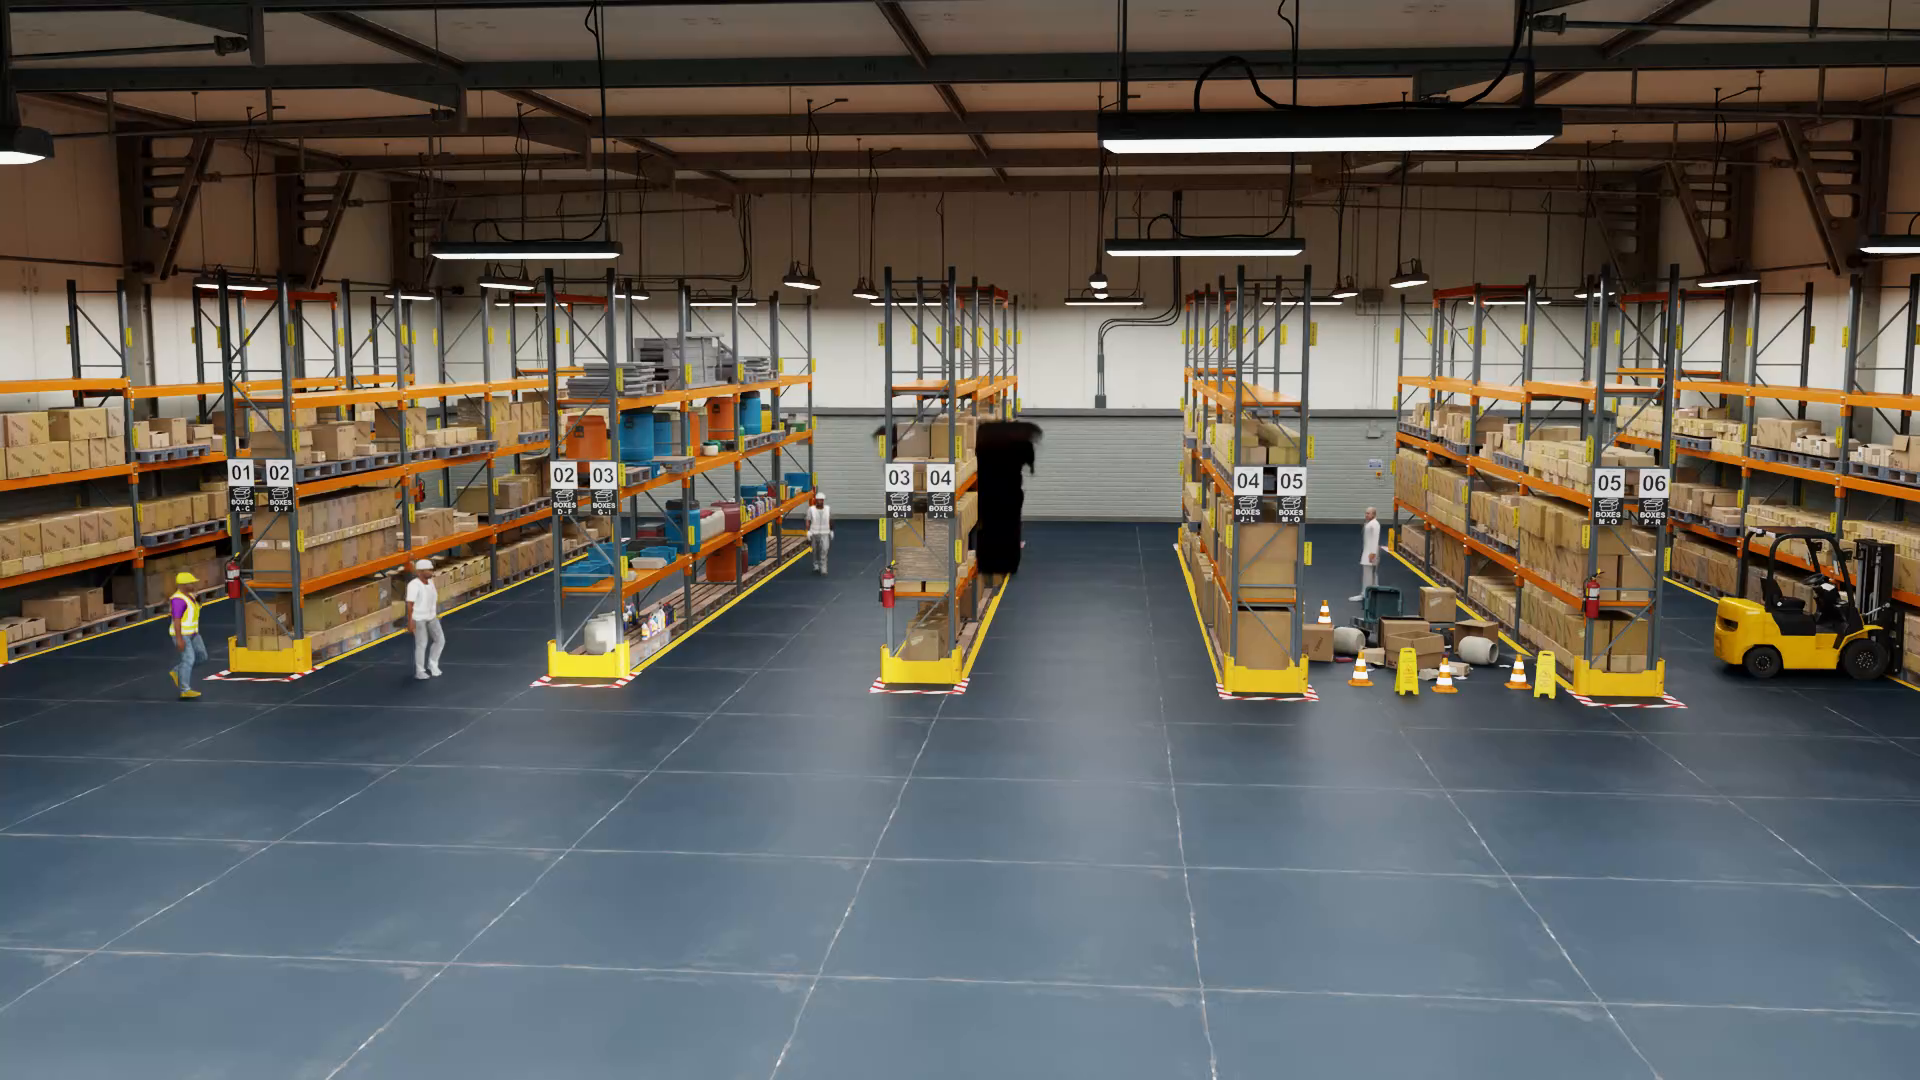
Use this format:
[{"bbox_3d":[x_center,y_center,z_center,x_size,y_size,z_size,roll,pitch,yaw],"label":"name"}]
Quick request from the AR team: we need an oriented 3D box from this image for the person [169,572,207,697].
[{"bbox_3d":[-10.843,1.317,23.119,0.553,1.753,0.594,0,7,4],"label":"person"}]

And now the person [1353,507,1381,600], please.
[{"bbox_3d":[7.838,0.253,31.916,0.467,1.786,0.634,3,7,21],"label":"person"}]

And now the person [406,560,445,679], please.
[{"bbox_3d":[-7.920,1.167,24.508,0.390,1.761,0.692,3,8,25],"label":"person"}]

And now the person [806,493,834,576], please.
[{"bbox_3d":[-2.970,-0.134,35.194,0.586,1.732,1.069,0,7,-3],"label":"person"}]
